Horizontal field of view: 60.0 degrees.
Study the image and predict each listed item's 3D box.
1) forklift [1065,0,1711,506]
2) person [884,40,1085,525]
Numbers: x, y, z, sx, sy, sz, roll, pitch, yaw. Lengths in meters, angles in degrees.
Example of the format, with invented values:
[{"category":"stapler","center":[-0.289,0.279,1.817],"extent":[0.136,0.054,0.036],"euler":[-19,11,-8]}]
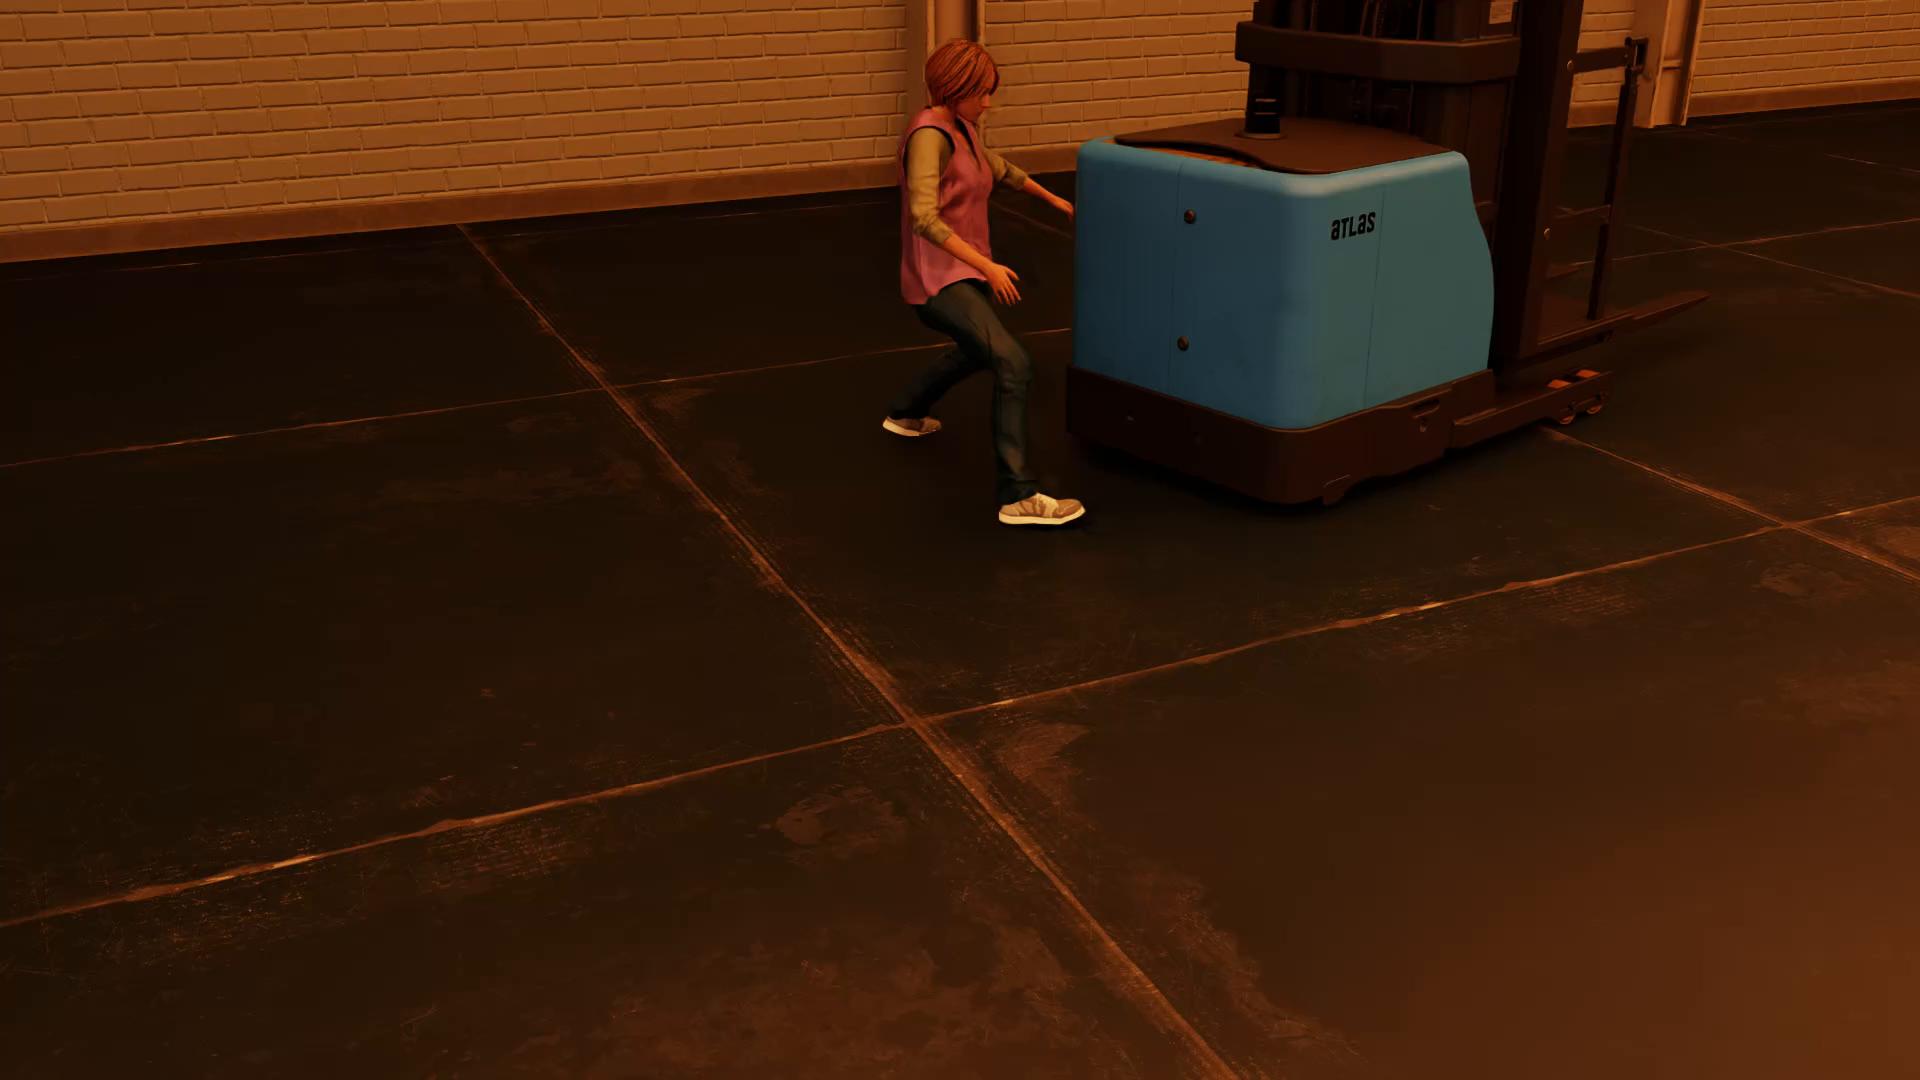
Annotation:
[{"category":"forklift","center":[1.818,-1.913,5.891],"extent":[3.031,2.935,1.130],"euler":[-18,29,-37]},{"category":"person","center":[0.069,-0.857,5.374],"extent":[0.874,1.436,0.925],"euler":[6,23,15]}]
